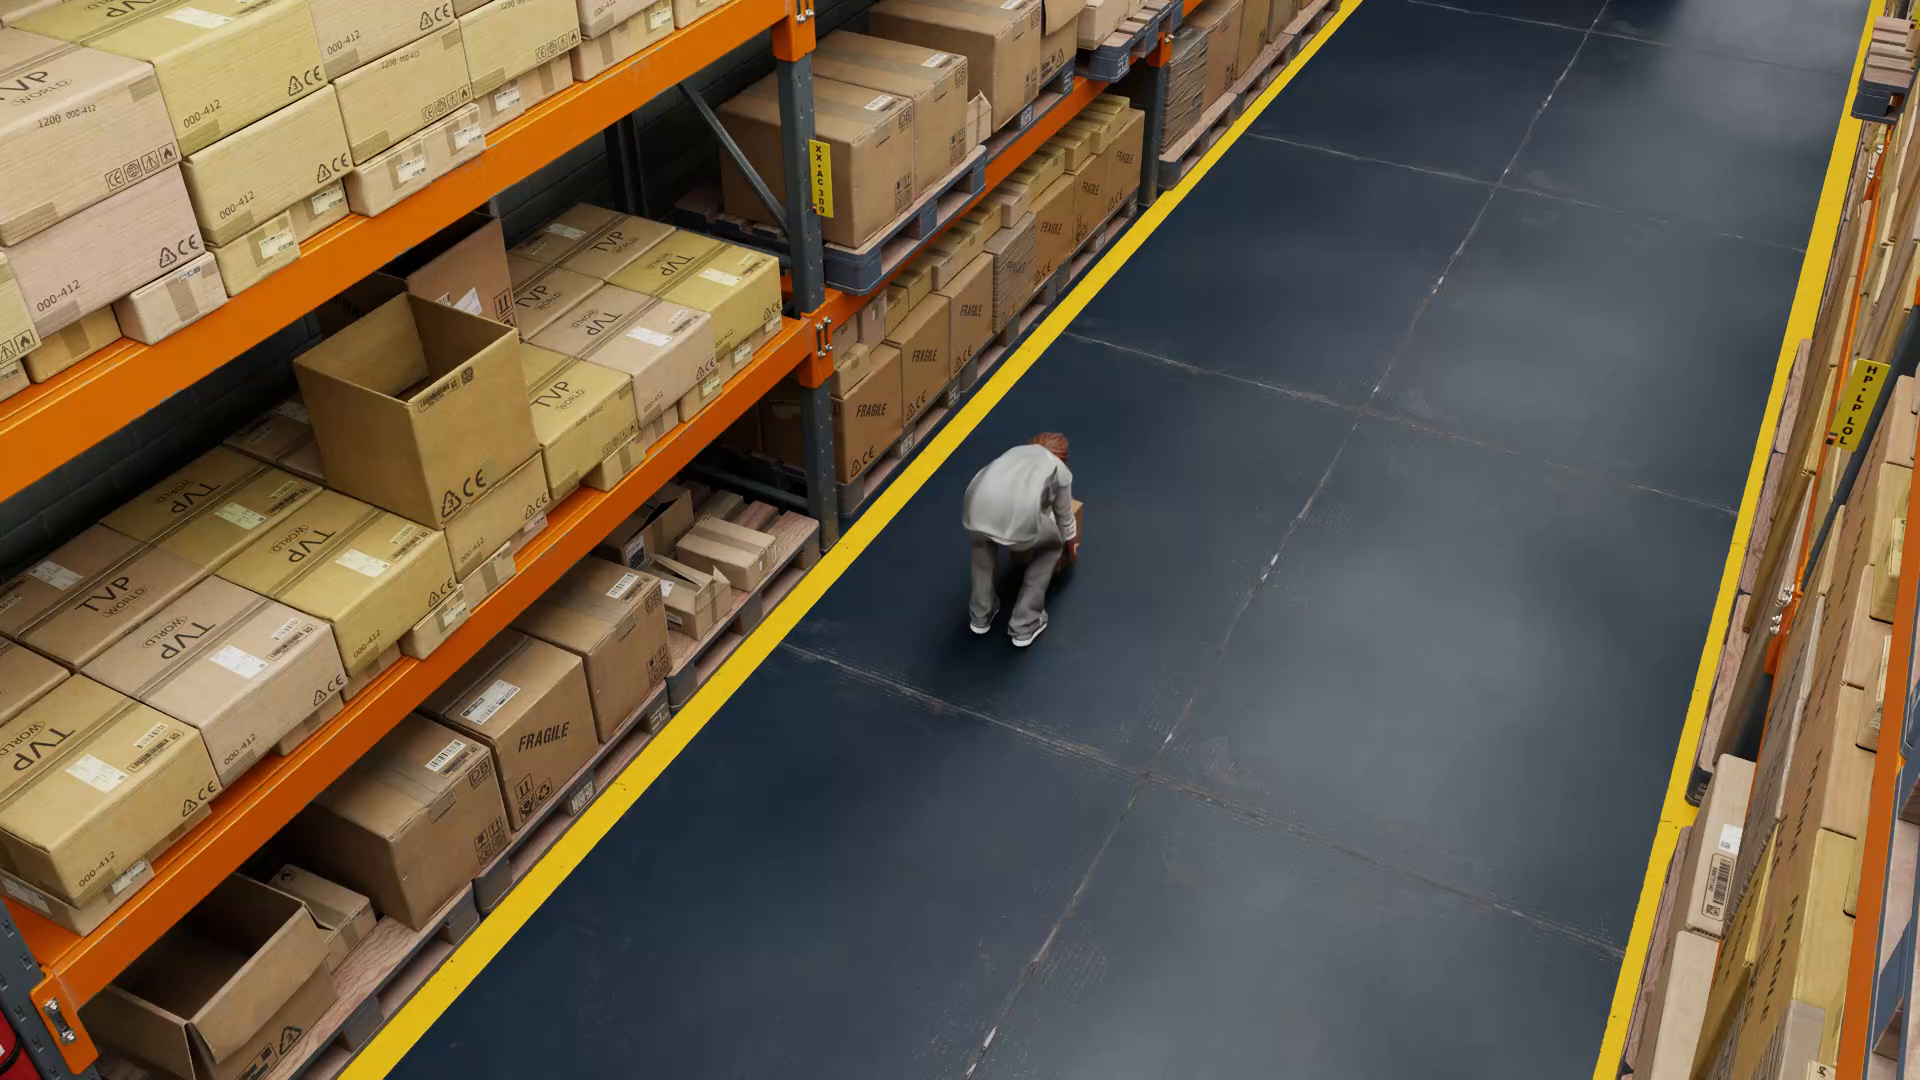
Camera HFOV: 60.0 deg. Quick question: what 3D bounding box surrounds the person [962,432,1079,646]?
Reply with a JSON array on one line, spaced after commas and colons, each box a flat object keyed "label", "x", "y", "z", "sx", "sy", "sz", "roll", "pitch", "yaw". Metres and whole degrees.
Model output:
[{"label": "person", "x": 0.275, "y": -0.055, "z": 7.375, "sx": 0.418, "sy": 0.911, "sz": 0.858, "roll": 14, "pitch": 41, "yaw": 17}]
